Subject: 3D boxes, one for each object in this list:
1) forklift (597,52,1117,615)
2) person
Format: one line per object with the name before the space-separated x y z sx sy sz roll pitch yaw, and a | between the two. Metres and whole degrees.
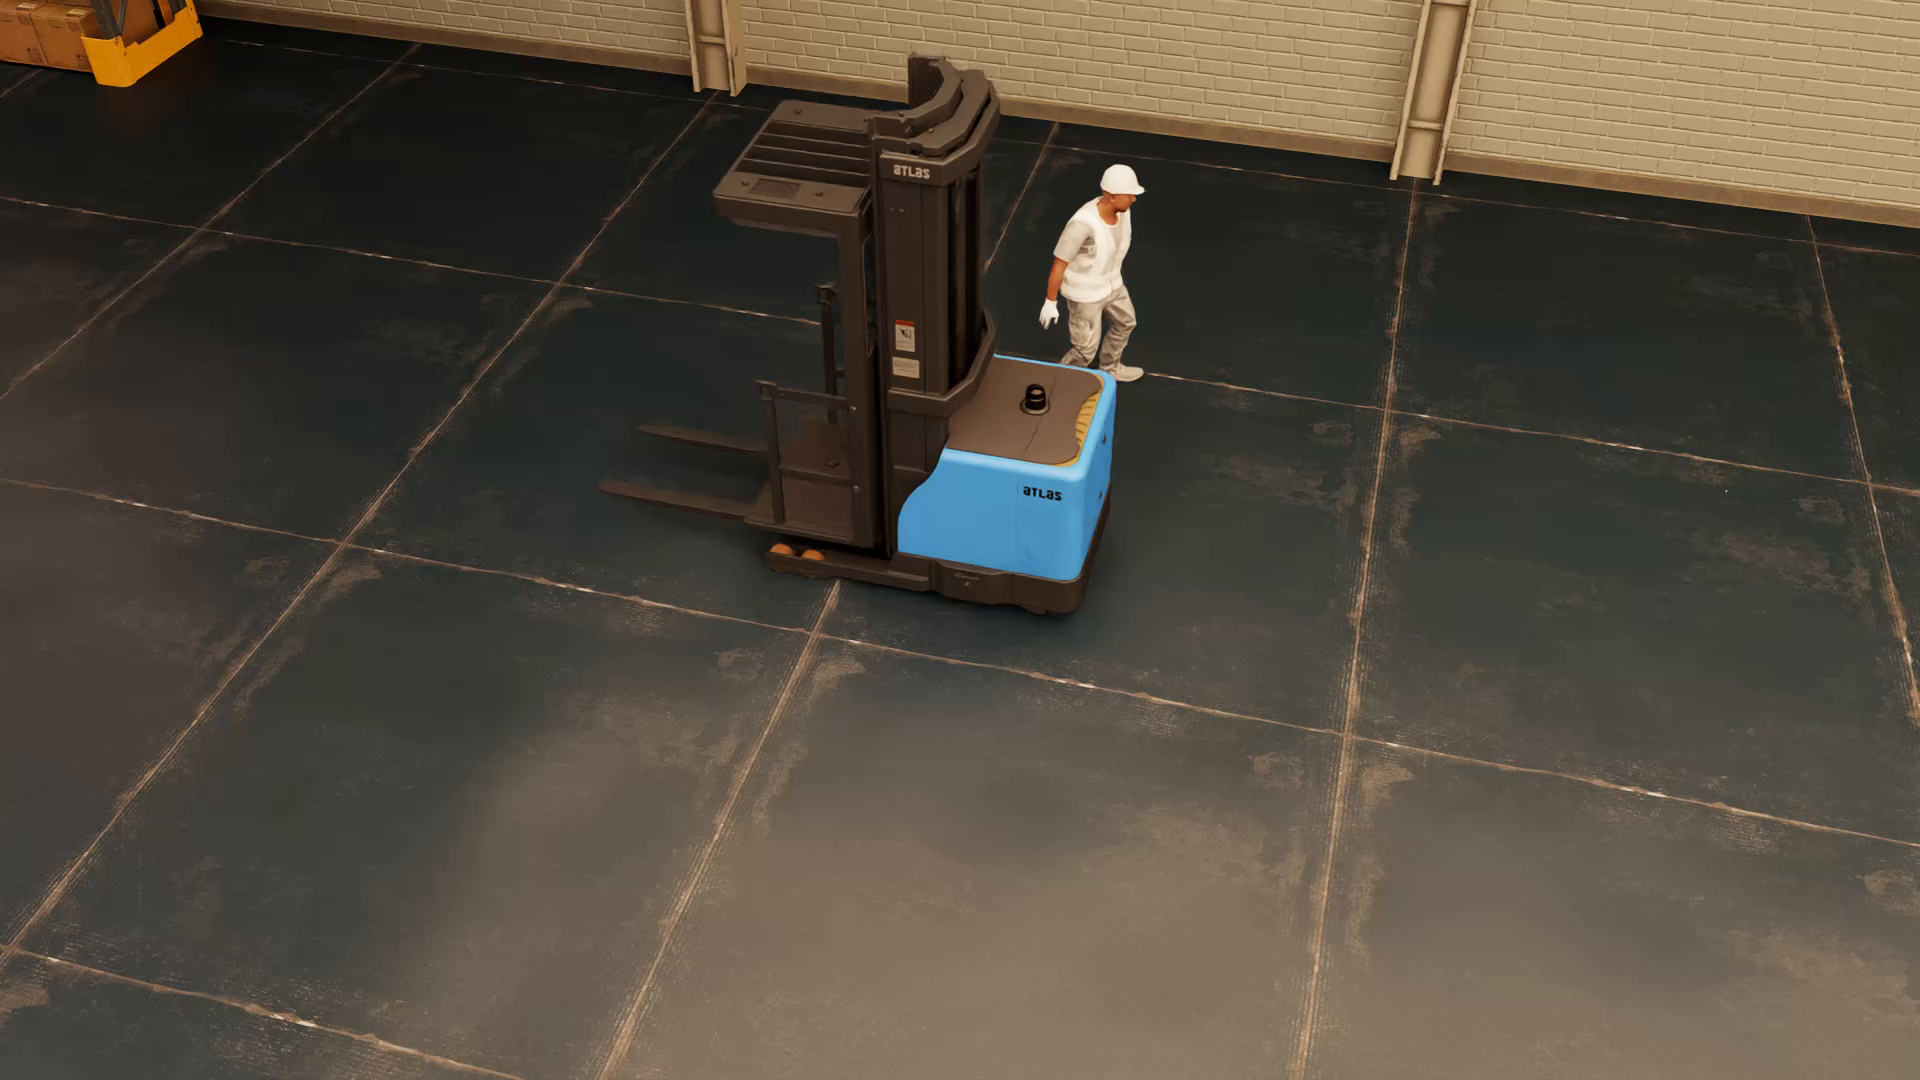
forklift | -0.662 -1.205 9.237 3.031 2.935 1.130 10 42 11
person | 0.875 -1.593 10.597 0.454 1.742 0.882 27 48 28
